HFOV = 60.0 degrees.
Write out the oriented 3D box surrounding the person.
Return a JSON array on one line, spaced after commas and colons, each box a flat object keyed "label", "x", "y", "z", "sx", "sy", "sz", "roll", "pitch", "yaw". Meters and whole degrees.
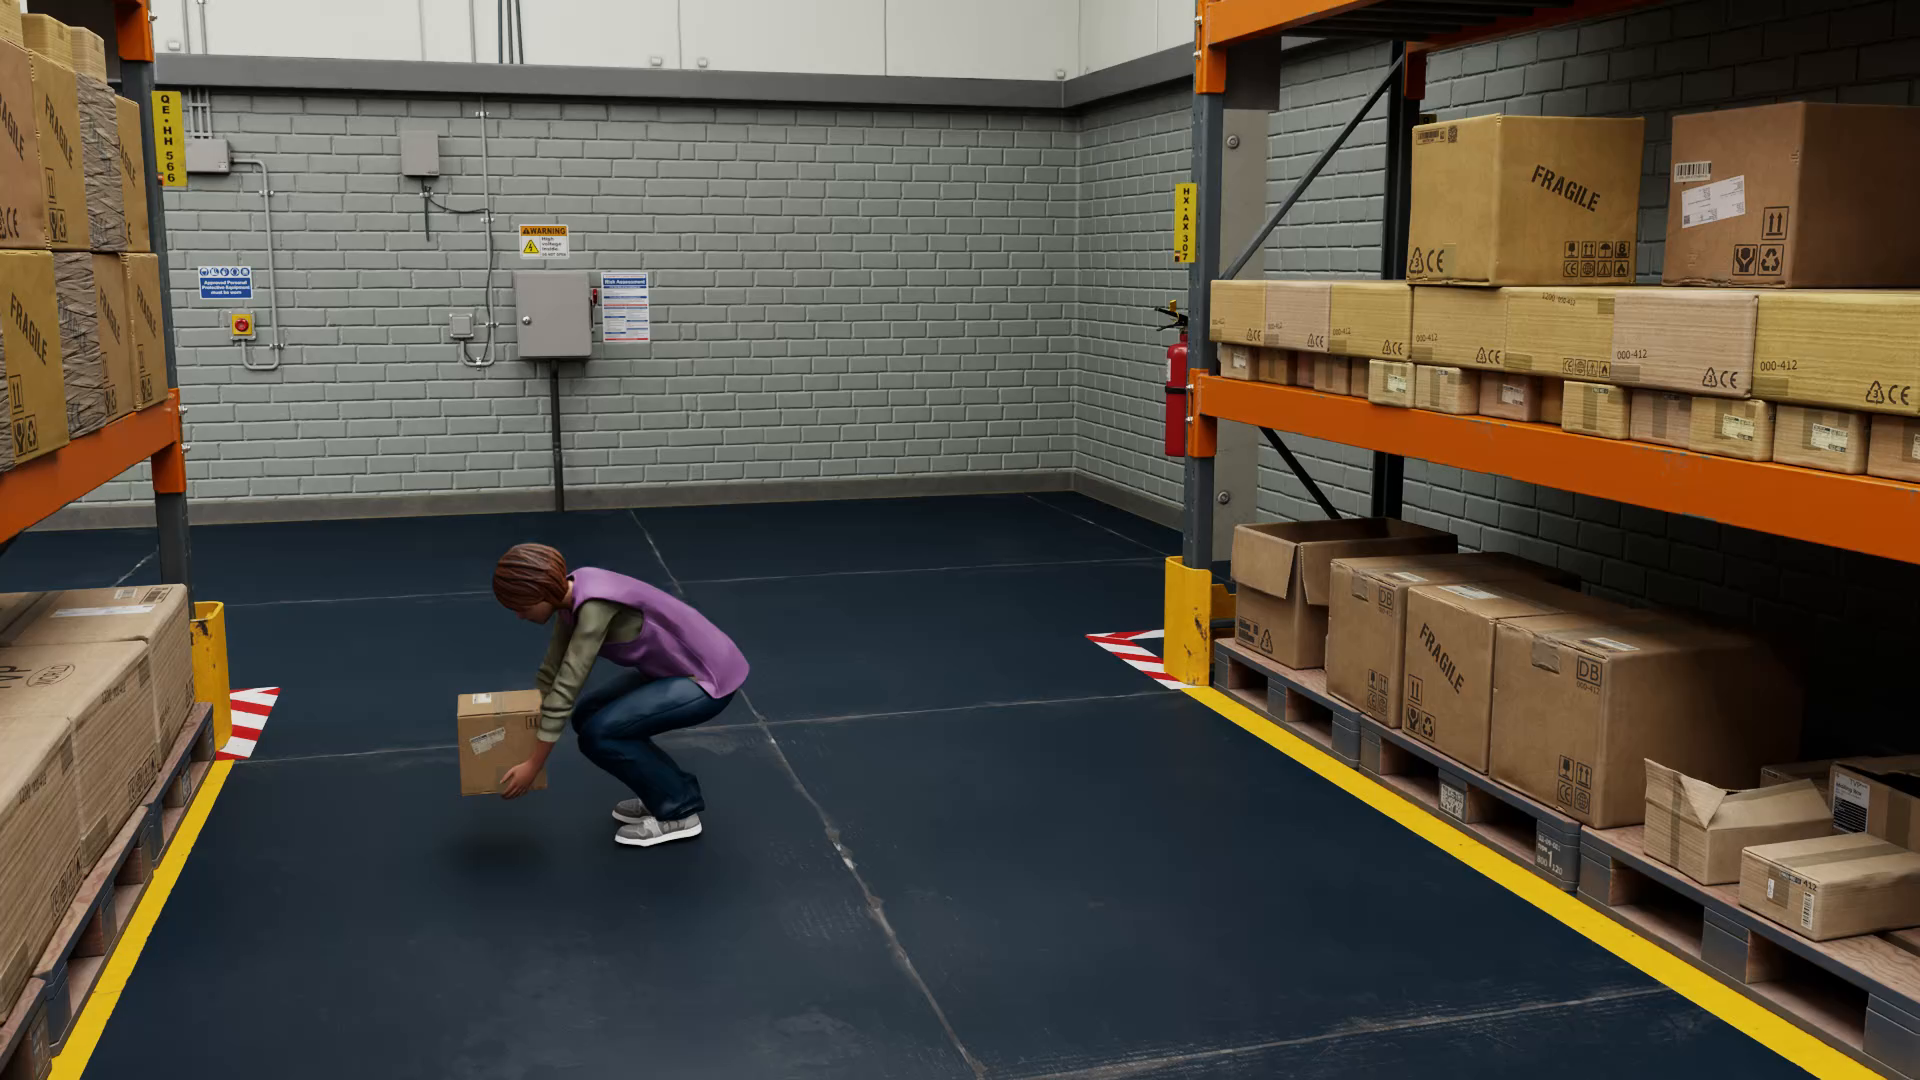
[{"label": "person", "x": -1.040, "y": 0.462, "z": 5.138, "sx": 0.789, "sy": 0.945, "sz": 0.448, "roll": -3, "pitch": 10, "yaw": -16}]
